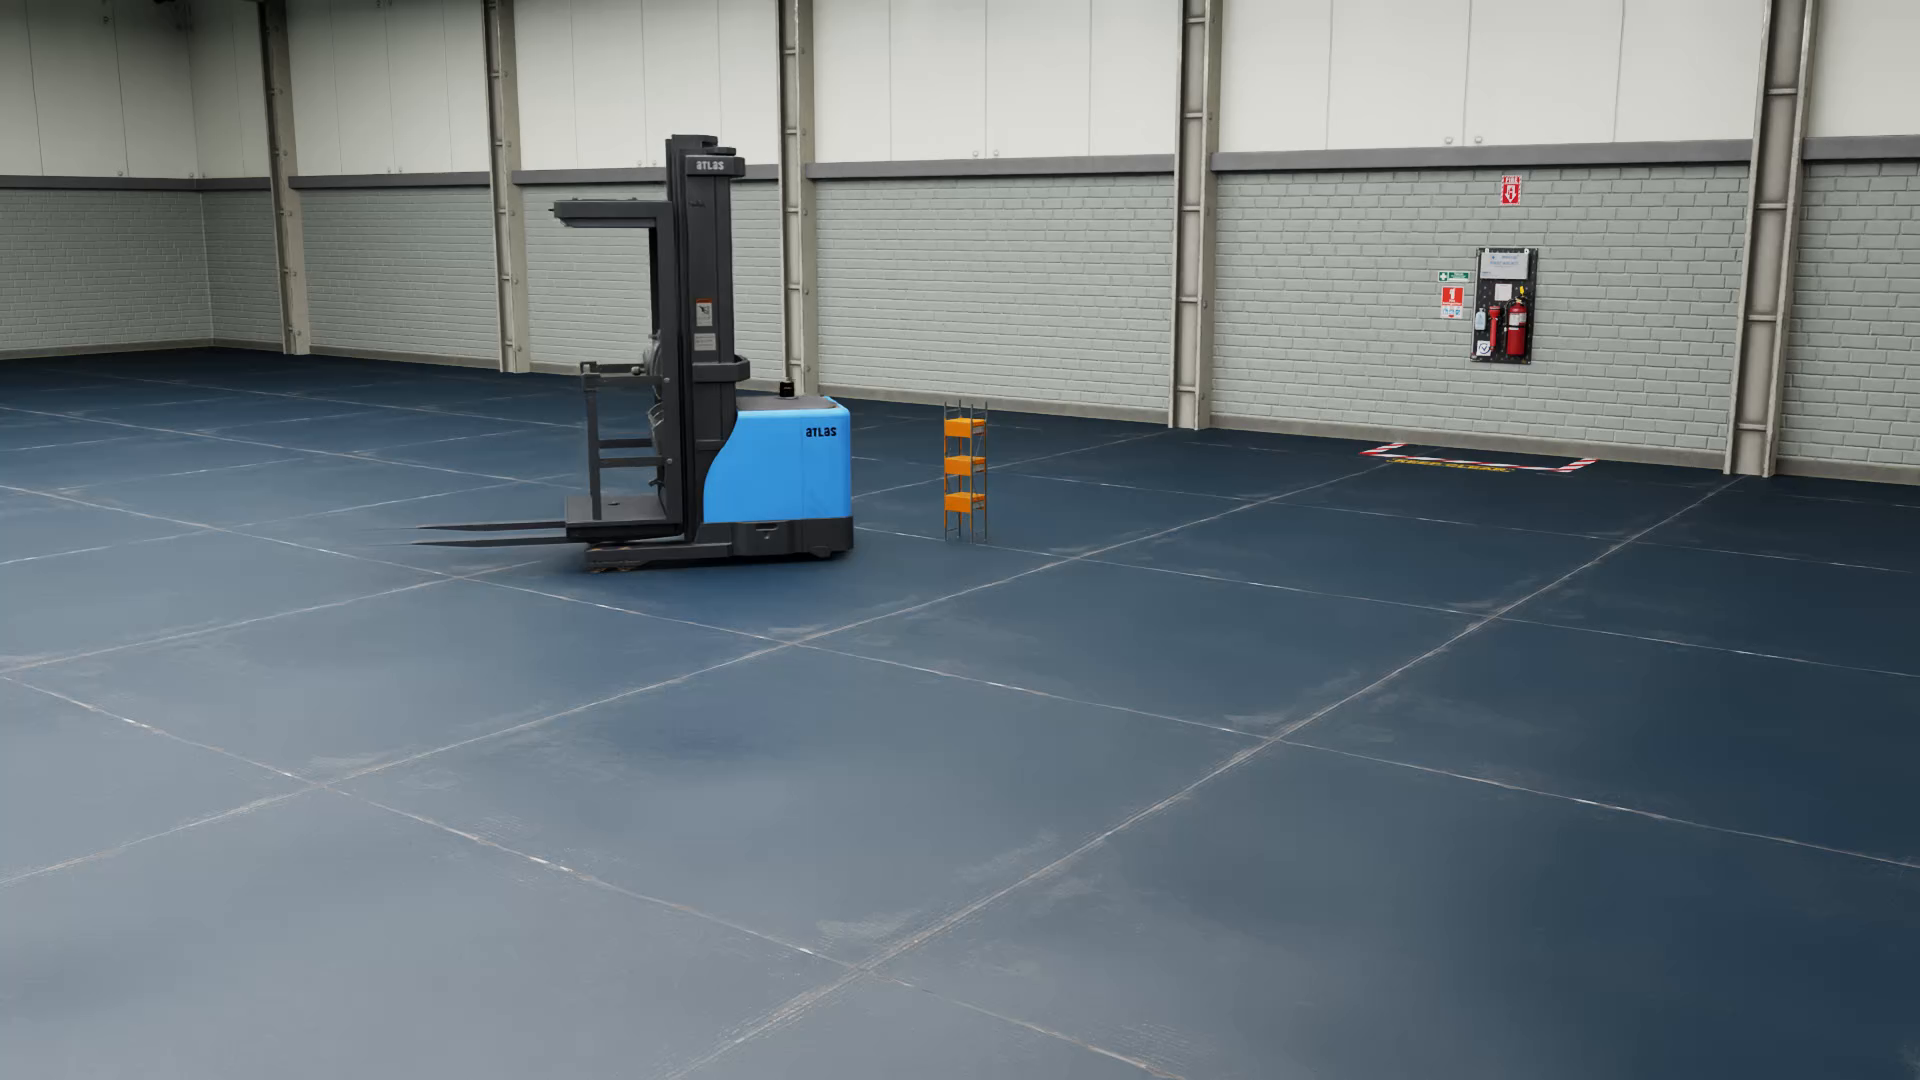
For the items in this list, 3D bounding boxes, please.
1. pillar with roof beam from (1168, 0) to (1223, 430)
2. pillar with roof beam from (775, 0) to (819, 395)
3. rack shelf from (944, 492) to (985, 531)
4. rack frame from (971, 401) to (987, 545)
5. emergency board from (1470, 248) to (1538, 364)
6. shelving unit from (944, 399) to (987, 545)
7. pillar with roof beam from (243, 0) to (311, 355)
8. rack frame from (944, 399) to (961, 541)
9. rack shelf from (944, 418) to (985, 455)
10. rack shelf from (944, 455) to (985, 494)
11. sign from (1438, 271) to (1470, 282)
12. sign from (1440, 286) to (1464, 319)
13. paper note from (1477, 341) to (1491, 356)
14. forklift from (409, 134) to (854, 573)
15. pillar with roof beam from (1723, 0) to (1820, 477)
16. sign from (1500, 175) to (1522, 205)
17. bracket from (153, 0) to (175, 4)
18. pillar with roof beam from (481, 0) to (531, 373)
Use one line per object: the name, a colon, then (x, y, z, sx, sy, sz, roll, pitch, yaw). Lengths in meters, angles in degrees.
pillar with roof beam: (0.111, -5.065, 15.017, 0.400, 9.000, 9.100, 8, 13, 36)
pillar with roof beam: (-4.725, -5.739, 18.504, 0.400, 9.000, 9.100, 8, 13, 36)
rack shelf: (0.043, -0.226, 12.454, 0.240, 0.259, 0.215, 8, 13, 36)
rack frame: (0.141, -0.496, 12.328, 0.008, 1.050, 0.200, 8, 13, 36)
emergency board: (5.526, -2.387, 16.973, 0.643, 1.169, 0.194, 8, 13, 36)
shelving unit: (0.043, -0.509, 12.399, 0.252, 1.050, 0.215, 8, 13, 36)
pillar with roof beam: (-14.397, -7.088, 25.478, 0.548, 9.000, 9.100, 8, 13, 36)
rack frame: (-0.055, -0.523, 12.470, 0.008, 1.050, 0.200, 8, 13, 36)
rack shelf: (0.043, -0.778, 12.347, 0.240, 0.259, 0.215, 8, 13, 36)
rack shelf: (0.043, -0.499, 12.401, 0.240, 0.259, 0.215, 8, 13, 36)
sign: (5.140, -2.741, 17.313, 0.331, 0.109, 0.001, 8, 13, 36)
sign: (5.142, -2.483, 17.373, 0.234, 0.329, 0.001, 8, 13, 36)
paper note: (5.425, -1.985, 17.214, 0.142, 0.148, 0.016, 8, 13, 36)
forklift: (-2.332, -1.327, 11.670, 3.031, 2.935, 1.130, -3, 11, -13)
pillar with roof beam: (4.947, -4.390, 11.530, 0.400, 9.000, 9.100, 8, 13, 36)
sign: (5.579, -3.542, 16.837, 0.199, 0.298, 0.001, 8, 13, 36)
bracket: (-14.303, -9.773, 29.880, 0.430, 0.232, 0.235, 8, 13, 36)
pillar with roof beam: (-9.561, -6.414, 21.991, 0.400, 9.000, 9.100, 8, 13, 36)
